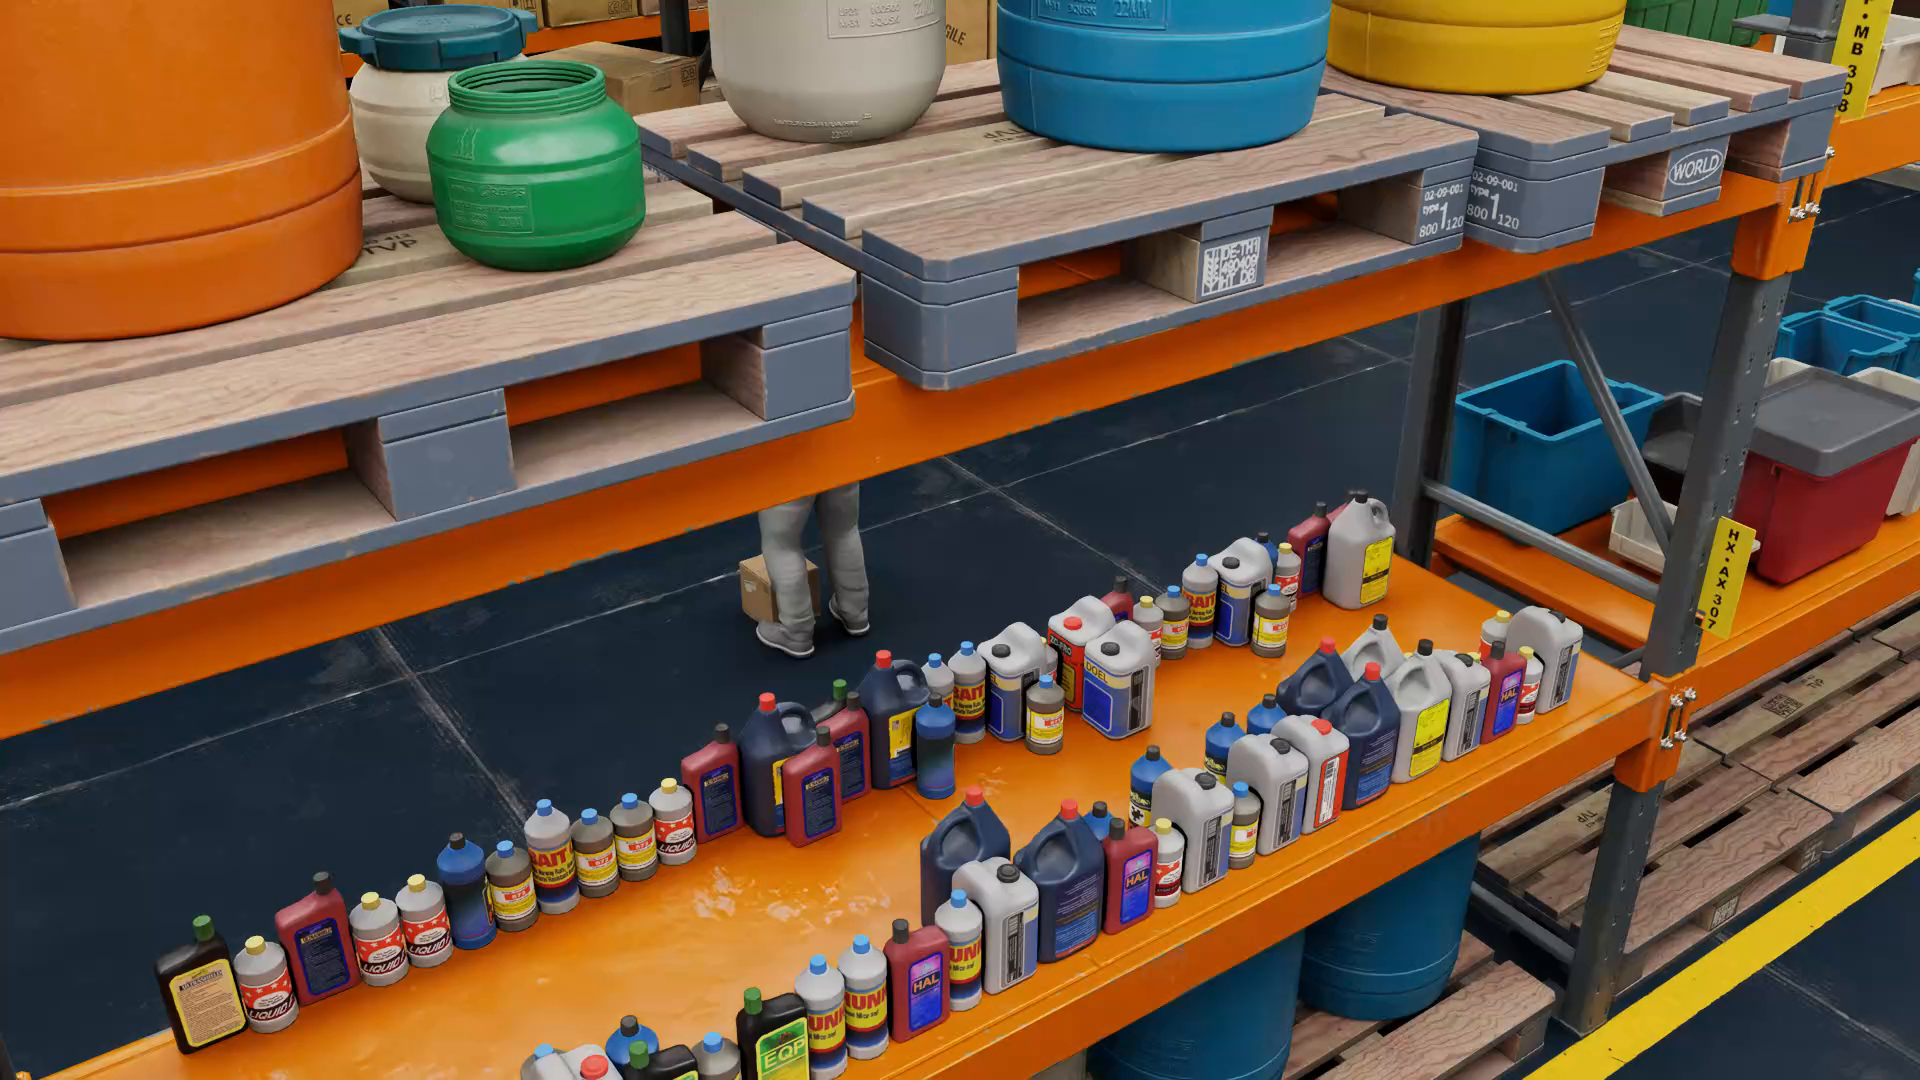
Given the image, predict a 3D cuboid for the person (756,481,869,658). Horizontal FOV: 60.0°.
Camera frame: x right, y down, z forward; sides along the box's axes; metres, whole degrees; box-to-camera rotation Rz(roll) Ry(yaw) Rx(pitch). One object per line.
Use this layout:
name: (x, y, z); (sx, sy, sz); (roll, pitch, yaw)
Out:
person: (-0.618, -0.343, 6.750); (0.586, 1.748, 0.436); (-18, 33, -30)
